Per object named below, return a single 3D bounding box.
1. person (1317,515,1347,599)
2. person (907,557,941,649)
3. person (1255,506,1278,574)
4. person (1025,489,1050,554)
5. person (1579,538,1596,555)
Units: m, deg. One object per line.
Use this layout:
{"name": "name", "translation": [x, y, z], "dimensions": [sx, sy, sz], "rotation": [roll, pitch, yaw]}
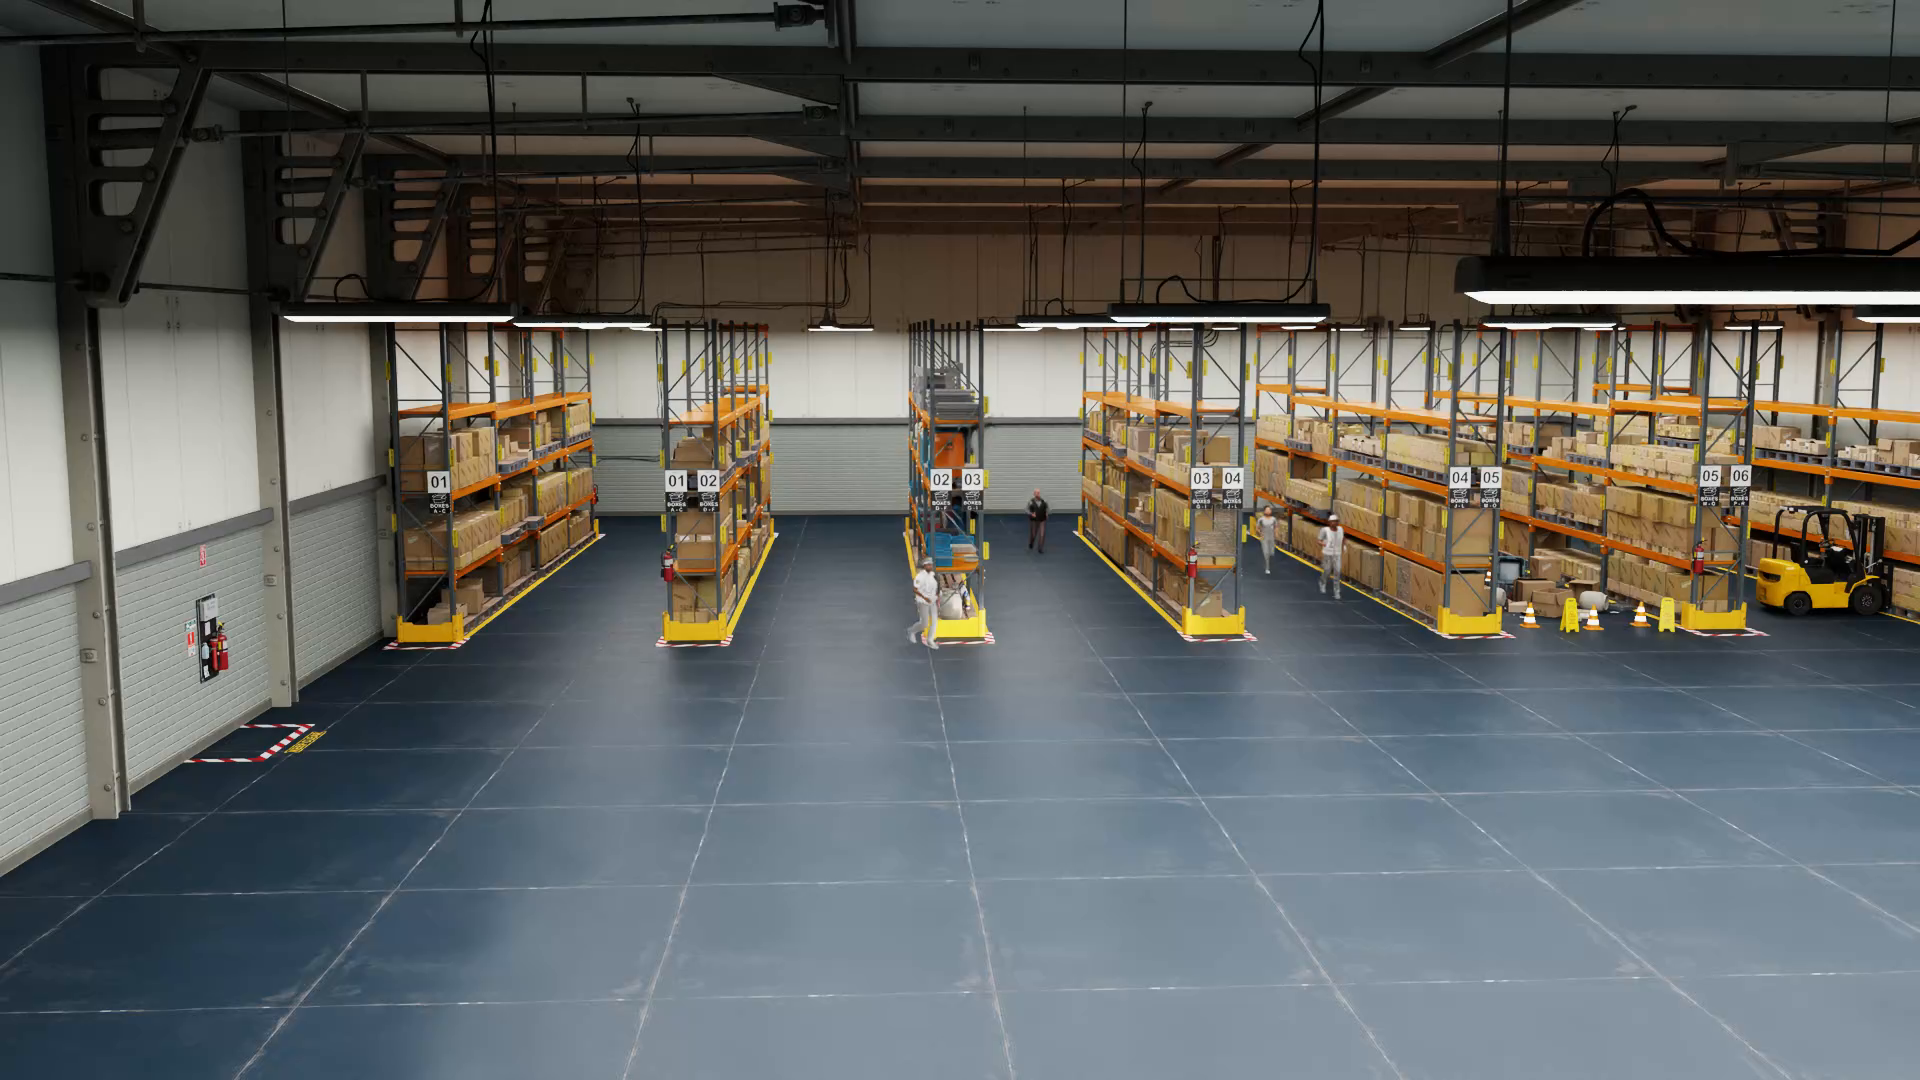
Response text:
{"name": "person", "translation": [8.138, 0.349, 36.391], "dimensions": [0.704, 1.832, 0.850], "rotation": [-1, 7, -7]}
{"name": "person", "translation": [-0.638, 1.134, 30.553], "dimensions": [0.691, 1.689, 0.602], "rotation": [7, 10, 43]}
{"name": "person", "translation": [7.401, -0.021, 40.077], "dimensions": [0.566, 1.630, 0.572], "rotation": [0, 7, -1]}
{"name": "person", "translation": [2.041, -0.455, 43.578], "dimensions": [0.669, 1.615, 0.760], "rotation": [-1, 7, -10]}
{"name": "person", "translation": [16.313, -0.461, 43.094], "dimensions": [0.651, 1.725, 0.586], "rotation": [-2, 7, -16]}
